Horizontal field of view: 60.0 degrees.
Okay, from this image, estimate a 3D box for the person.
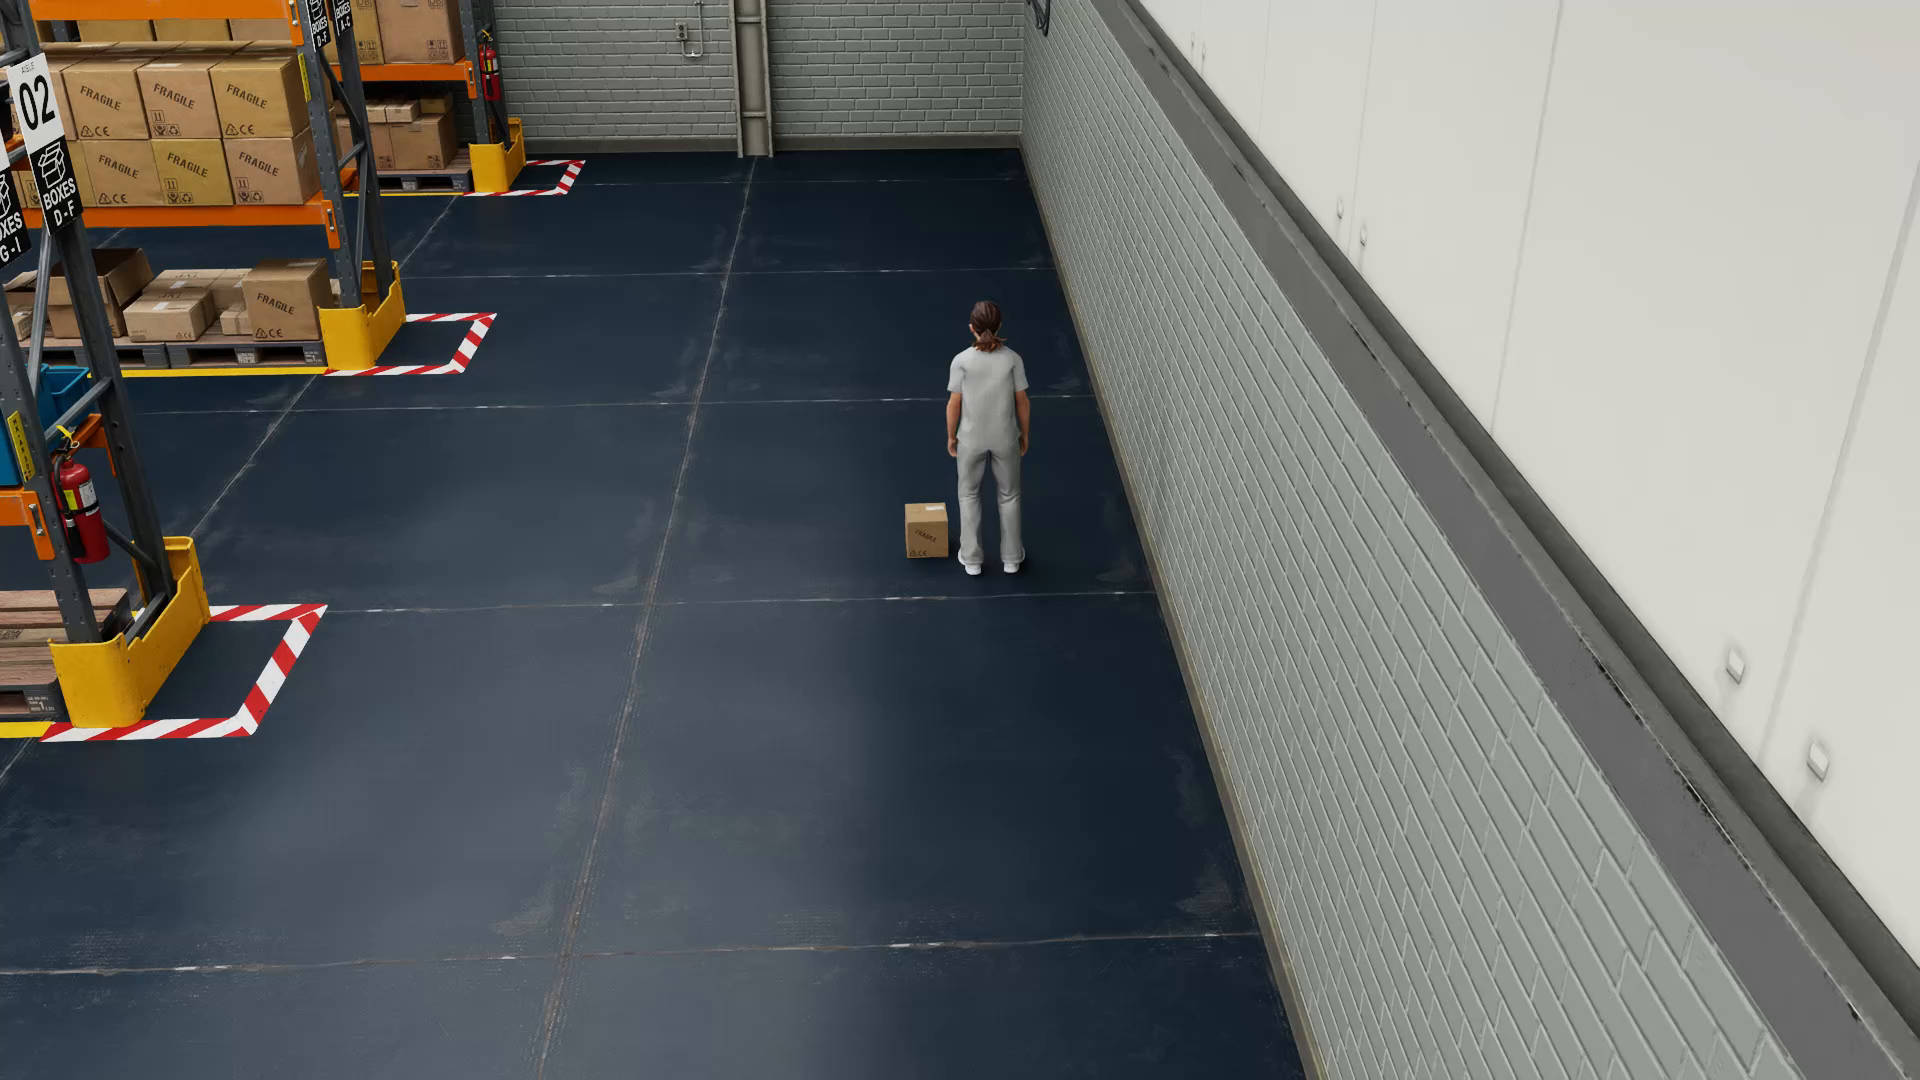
[{"bbox_3d":[0.164,-0.586,9.740,0.484,1.672,0.360,-1,28,-3],"label":"person"}]
